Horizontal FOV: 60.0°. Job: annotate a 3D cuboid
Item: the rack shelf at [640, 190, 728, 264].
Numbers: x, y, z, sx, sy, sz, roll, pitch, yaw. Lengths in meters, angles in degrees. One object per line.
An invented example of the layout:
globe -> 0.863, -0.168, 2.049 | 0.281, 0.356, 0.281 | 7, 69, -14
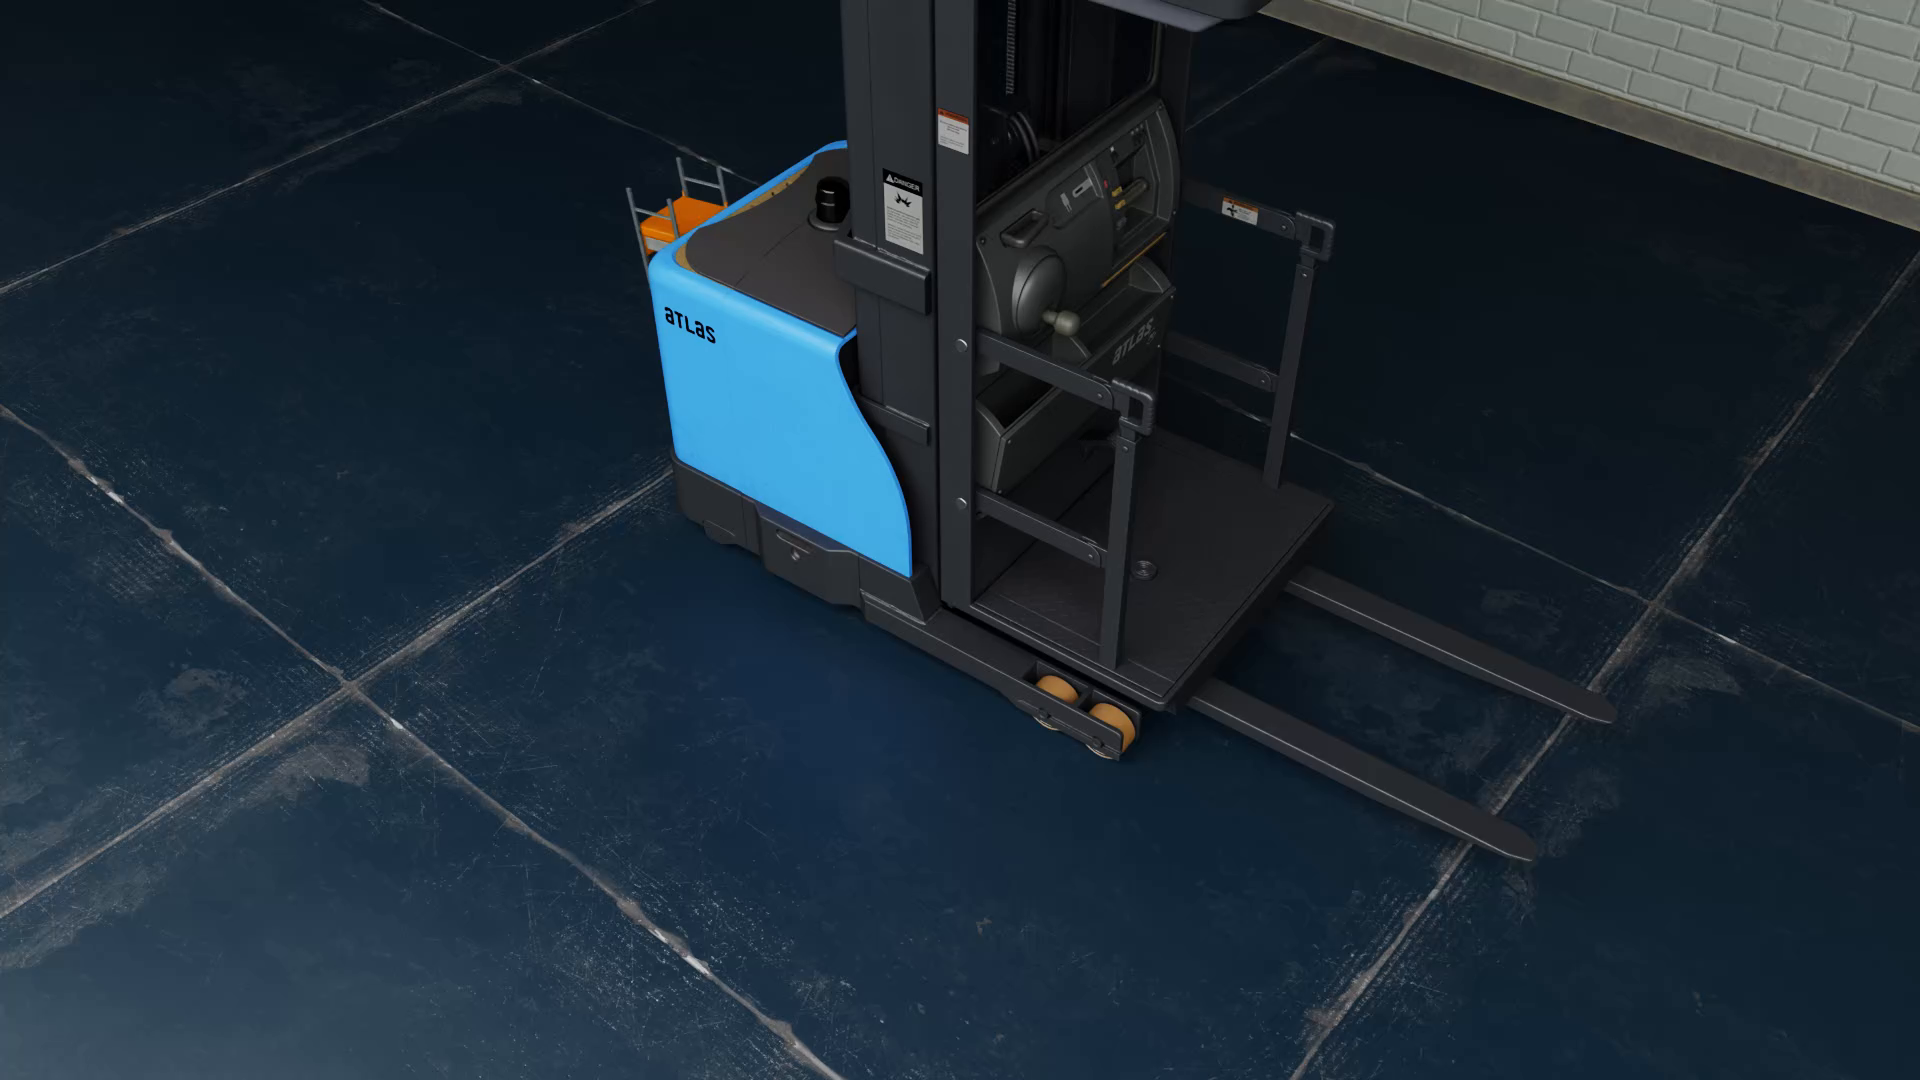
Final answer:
rack shelf -> -0.922, -1.000, 5.651 | 0.215, 0.259, 0.240 | 20, 45, 30

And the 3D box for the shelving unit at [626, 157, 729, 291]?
shelving unit -> -0.897, -0.787, 5.820 | 0.215, 1.050, 0.252 | 20, 45, 30

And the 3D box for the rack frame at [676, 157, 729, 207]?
rack frame -> -0.827, -0.854, 5.894 | 0.200, 1.050, 0.008 | 20, 45, 30

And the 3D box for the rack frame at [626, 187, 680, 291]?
rack frame -> -0.966, -0.719, 5.745 | 0.200, 1.050, 0.008 | 20, 45, 30

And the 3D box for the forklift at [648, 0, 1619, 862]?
forklift -> 0.510, -0.835, 4.490 | 3.031, 2.935, 1.130 | 26, 48, 26
